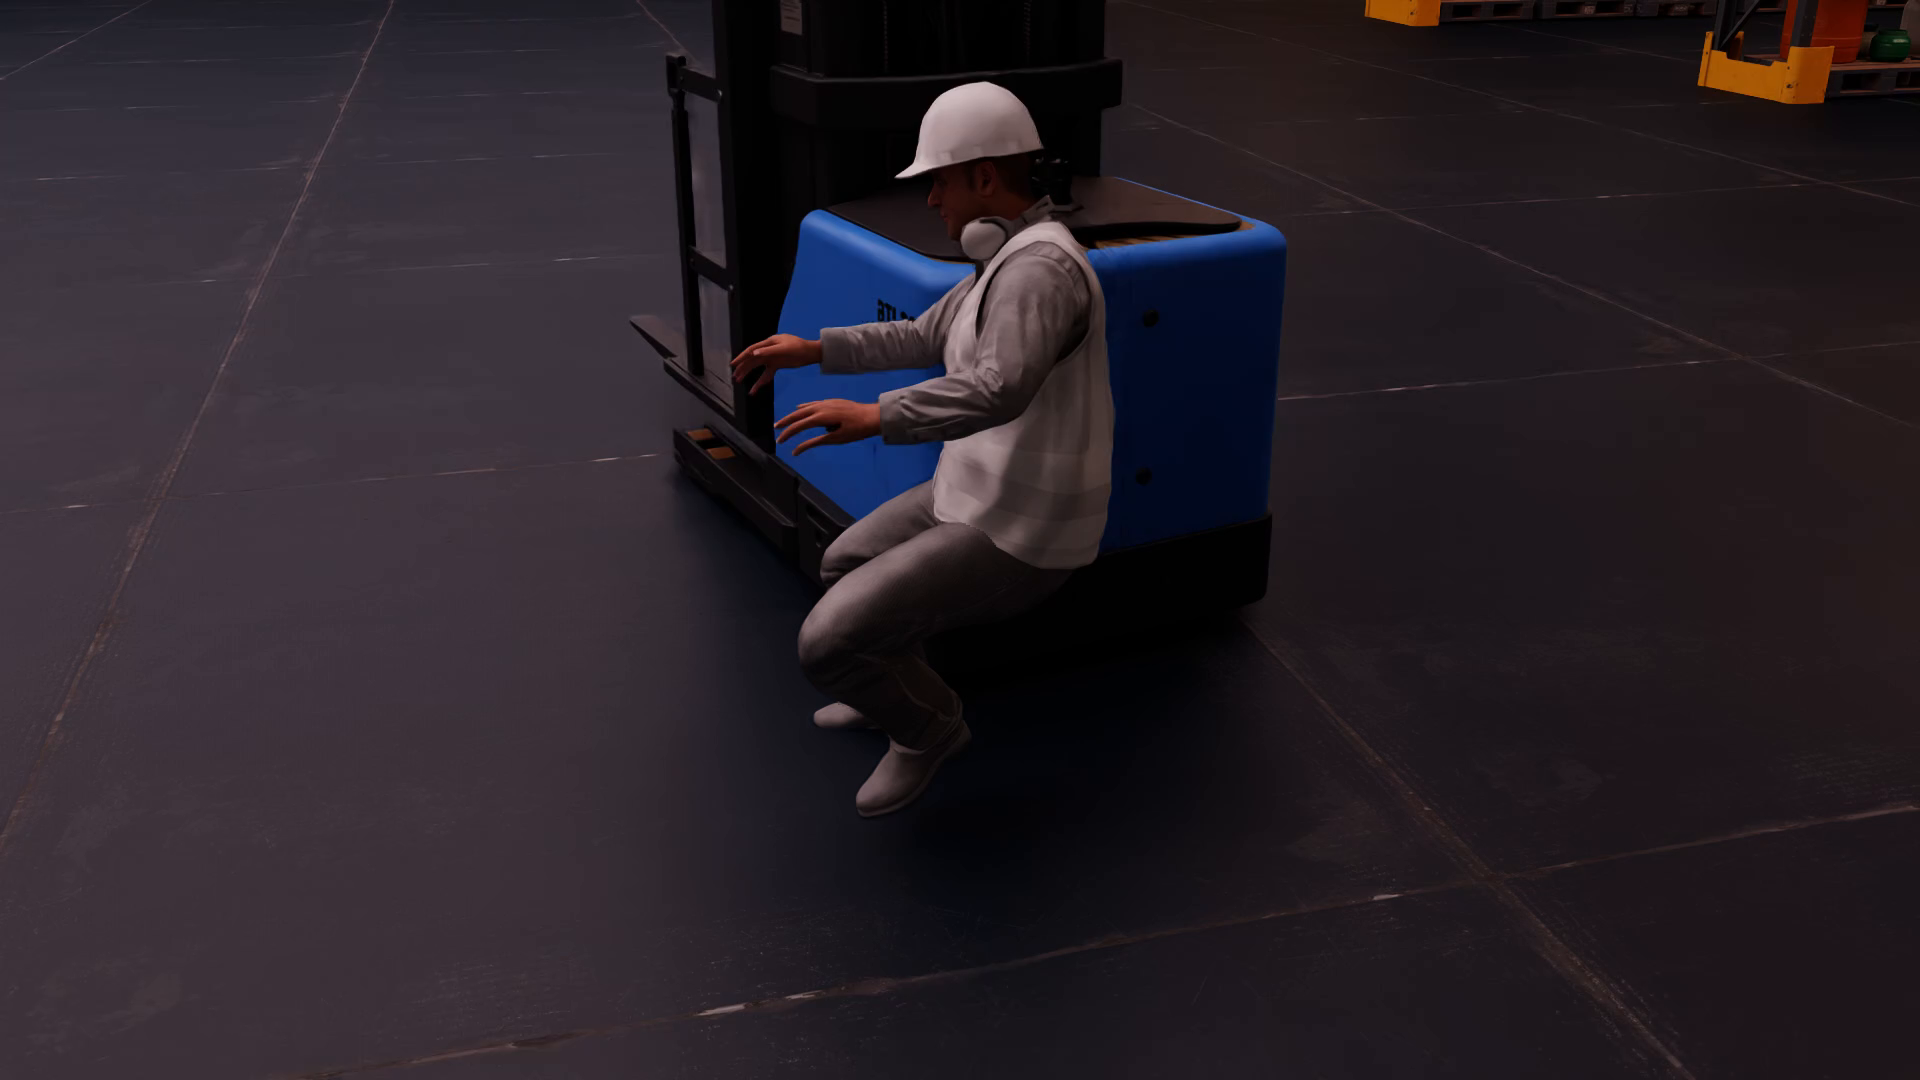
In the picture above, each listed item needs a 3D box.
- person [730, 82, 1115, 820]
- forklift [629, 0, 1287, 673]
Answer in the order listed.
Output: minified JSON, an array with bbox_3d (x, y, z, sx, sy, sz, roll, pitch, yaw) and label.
[{"bbox_3d":[-0.084,-0.129,3.427,0.775,1.569,0.837,-2,23,-4],"label":"person"},{"bbox_3d":[-0.297,-1.559,4.973,1.130,2.935,3.031,-12,26,-25],"label":"forklift"}]
